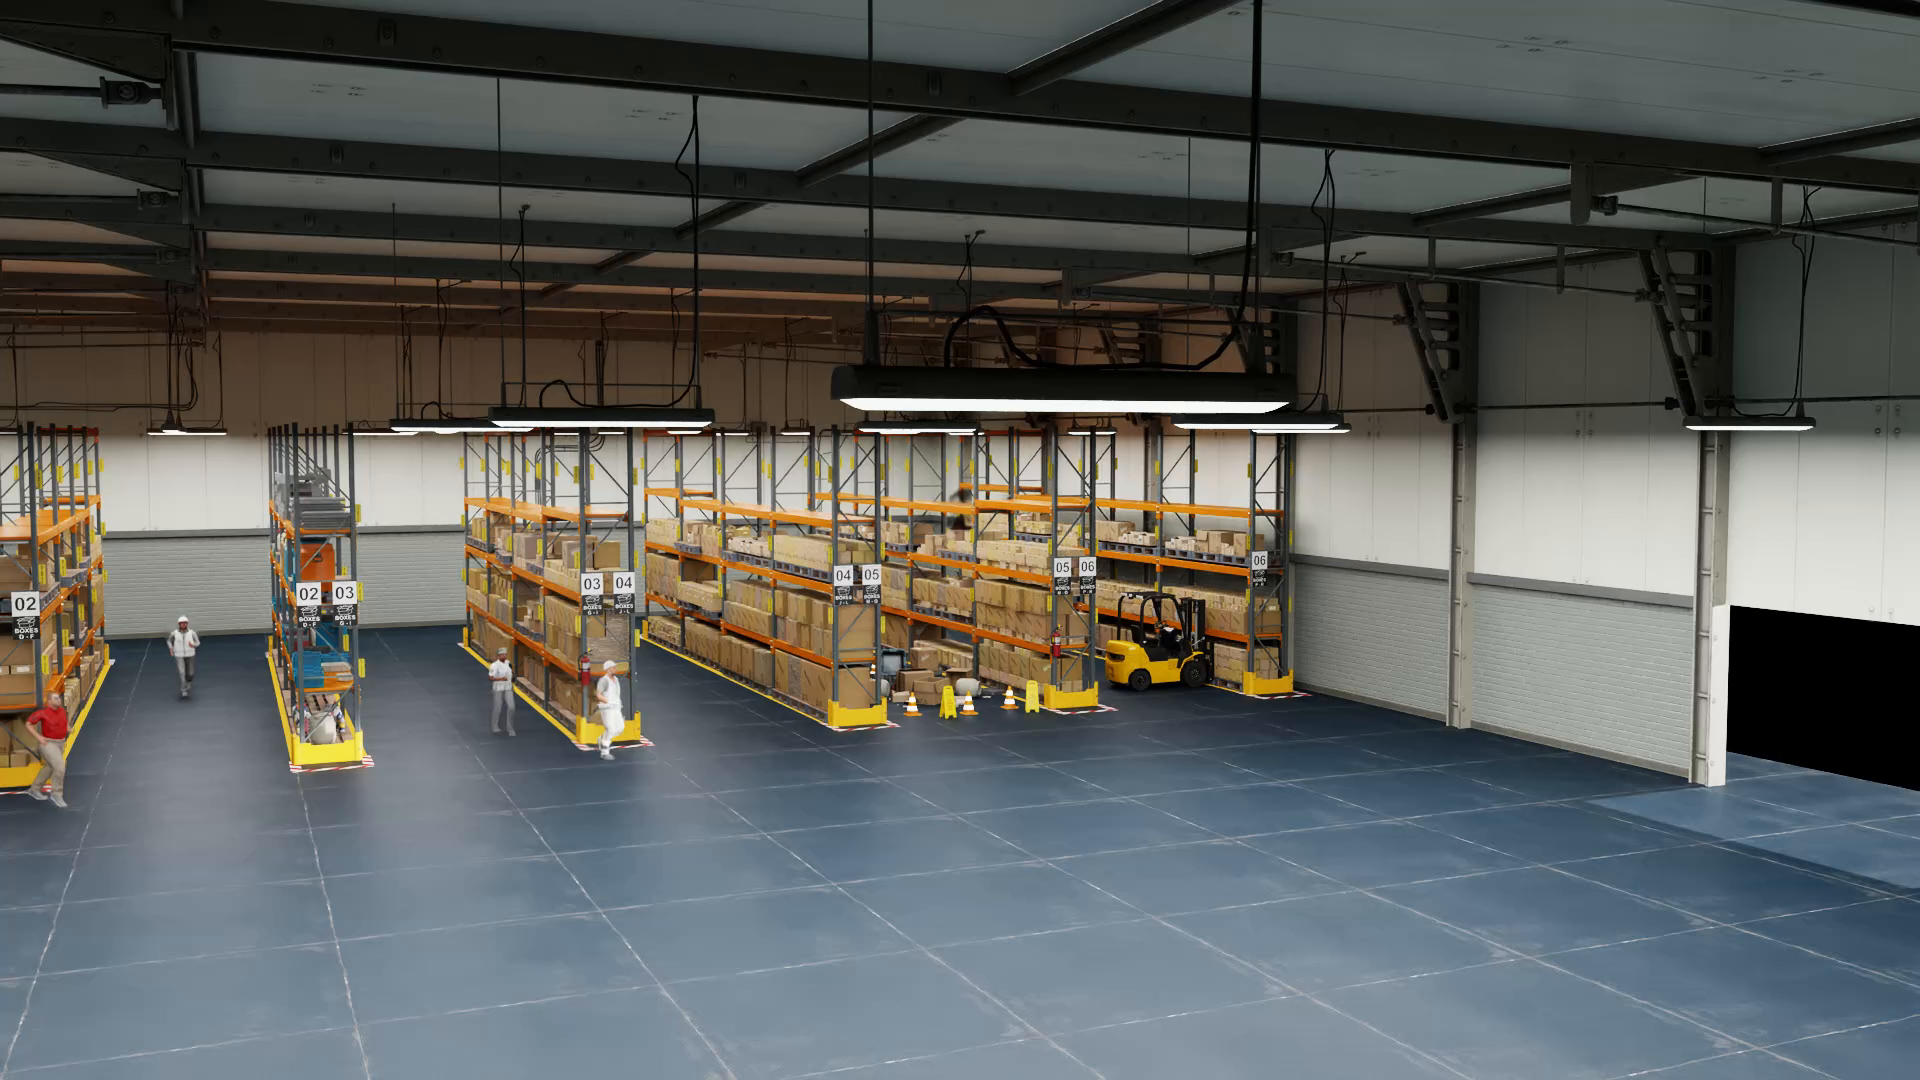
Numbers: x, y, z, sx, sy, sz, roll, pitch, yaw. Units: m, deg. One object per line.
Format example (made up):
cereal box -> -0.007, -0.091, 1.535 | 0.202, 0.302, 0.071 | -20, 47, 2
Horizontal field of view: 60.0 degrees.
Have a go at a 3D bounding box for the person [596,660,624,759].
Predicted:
person -> -6.277, 3.039, 29.862 | 0.600, 1.753, 0.698 | 1, 4, 22

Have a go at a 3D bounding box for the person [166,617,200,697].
person -> -17.270, 2.579, 37.004 | 0.667, 1.750, 0.915 | -2, 4, -31

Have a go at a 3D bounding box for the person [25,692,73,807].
person -> -14.250, 3.277, 26.060 | 0.746, 1.802, 0.677 | 0, 4, 7

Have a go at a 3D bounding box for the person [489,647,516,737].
person -> -8.832, 2.924, 32.045 | 0.563, 1.747, 0.766 | -3, 4, -37
